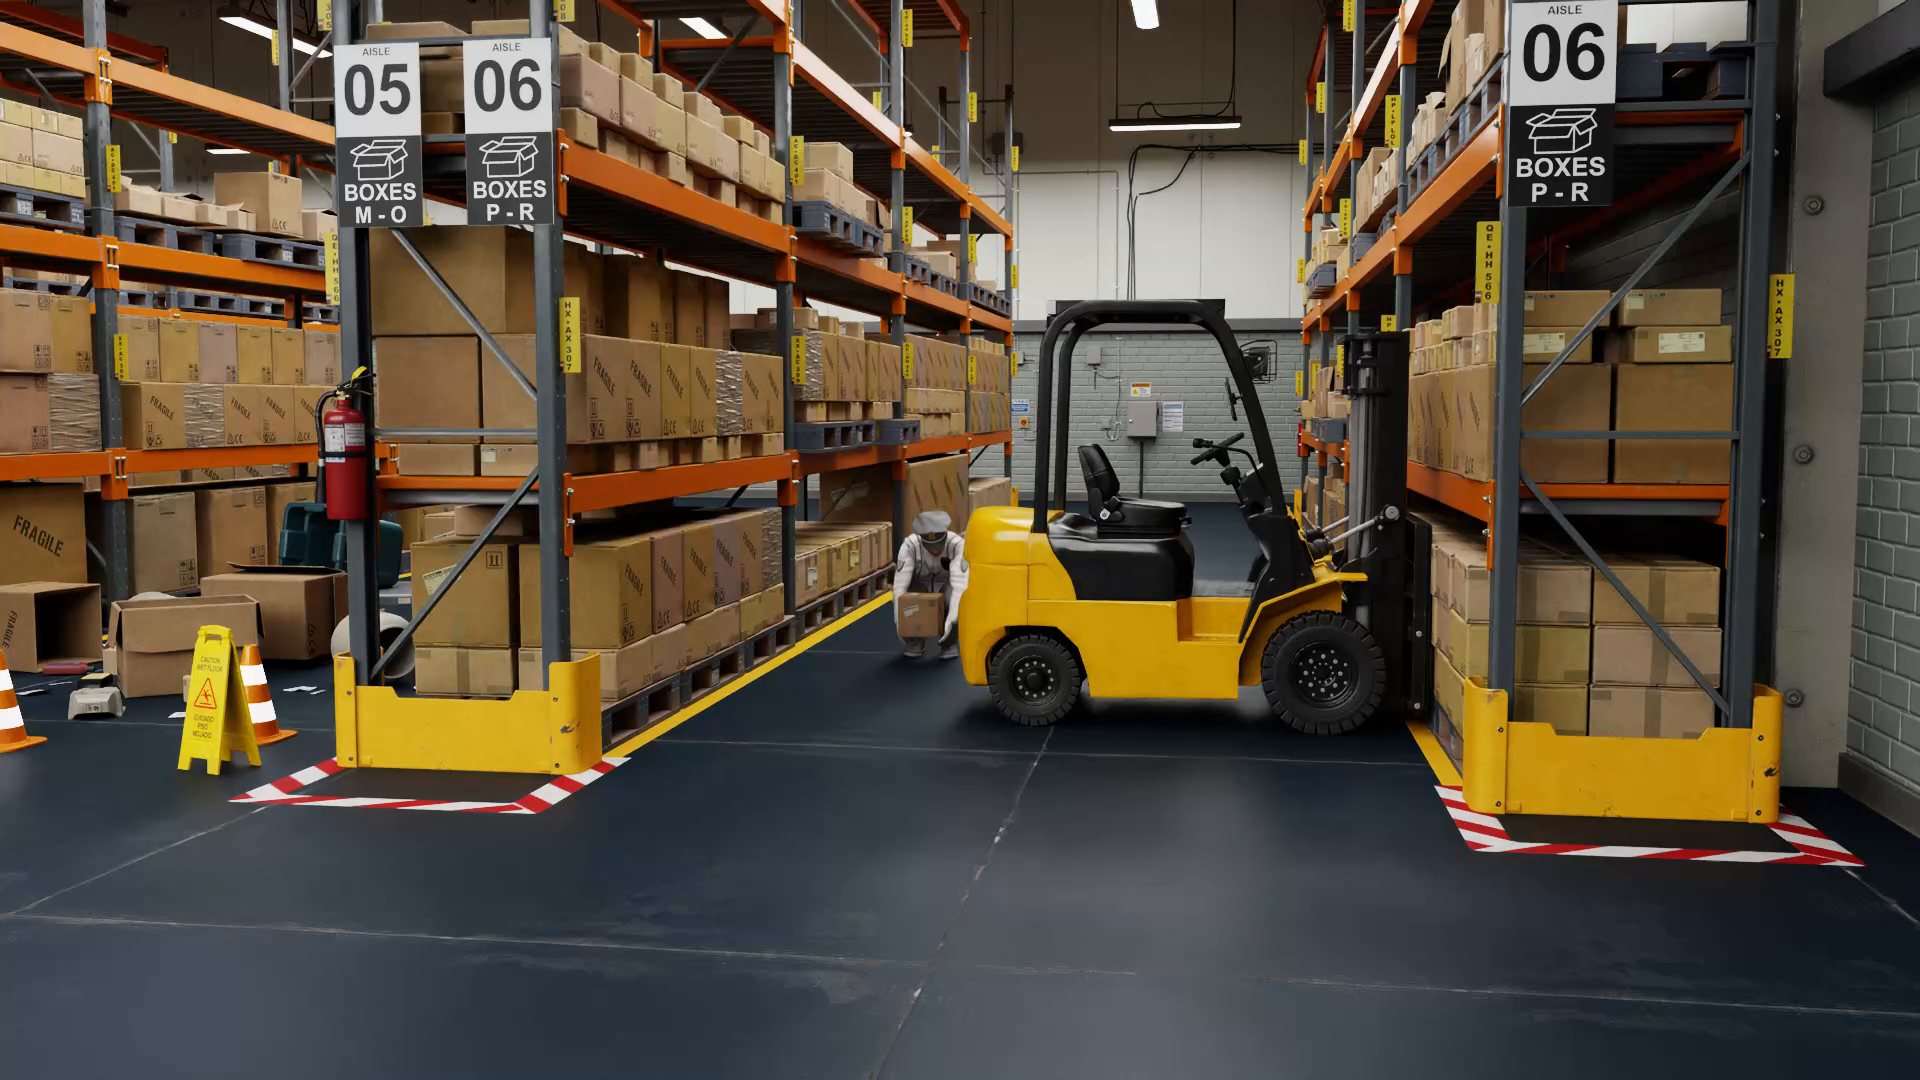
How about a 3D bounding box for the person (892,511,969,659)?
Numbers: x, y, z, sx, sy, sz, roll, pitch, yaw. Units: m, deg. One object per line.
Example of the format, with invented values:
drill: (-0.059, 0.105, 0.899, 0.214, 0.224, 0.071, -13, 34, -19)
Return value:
person: (-0.169, 0.284, 10.723, 0.493, 0.974, 0.825, 1, 5, 9)
